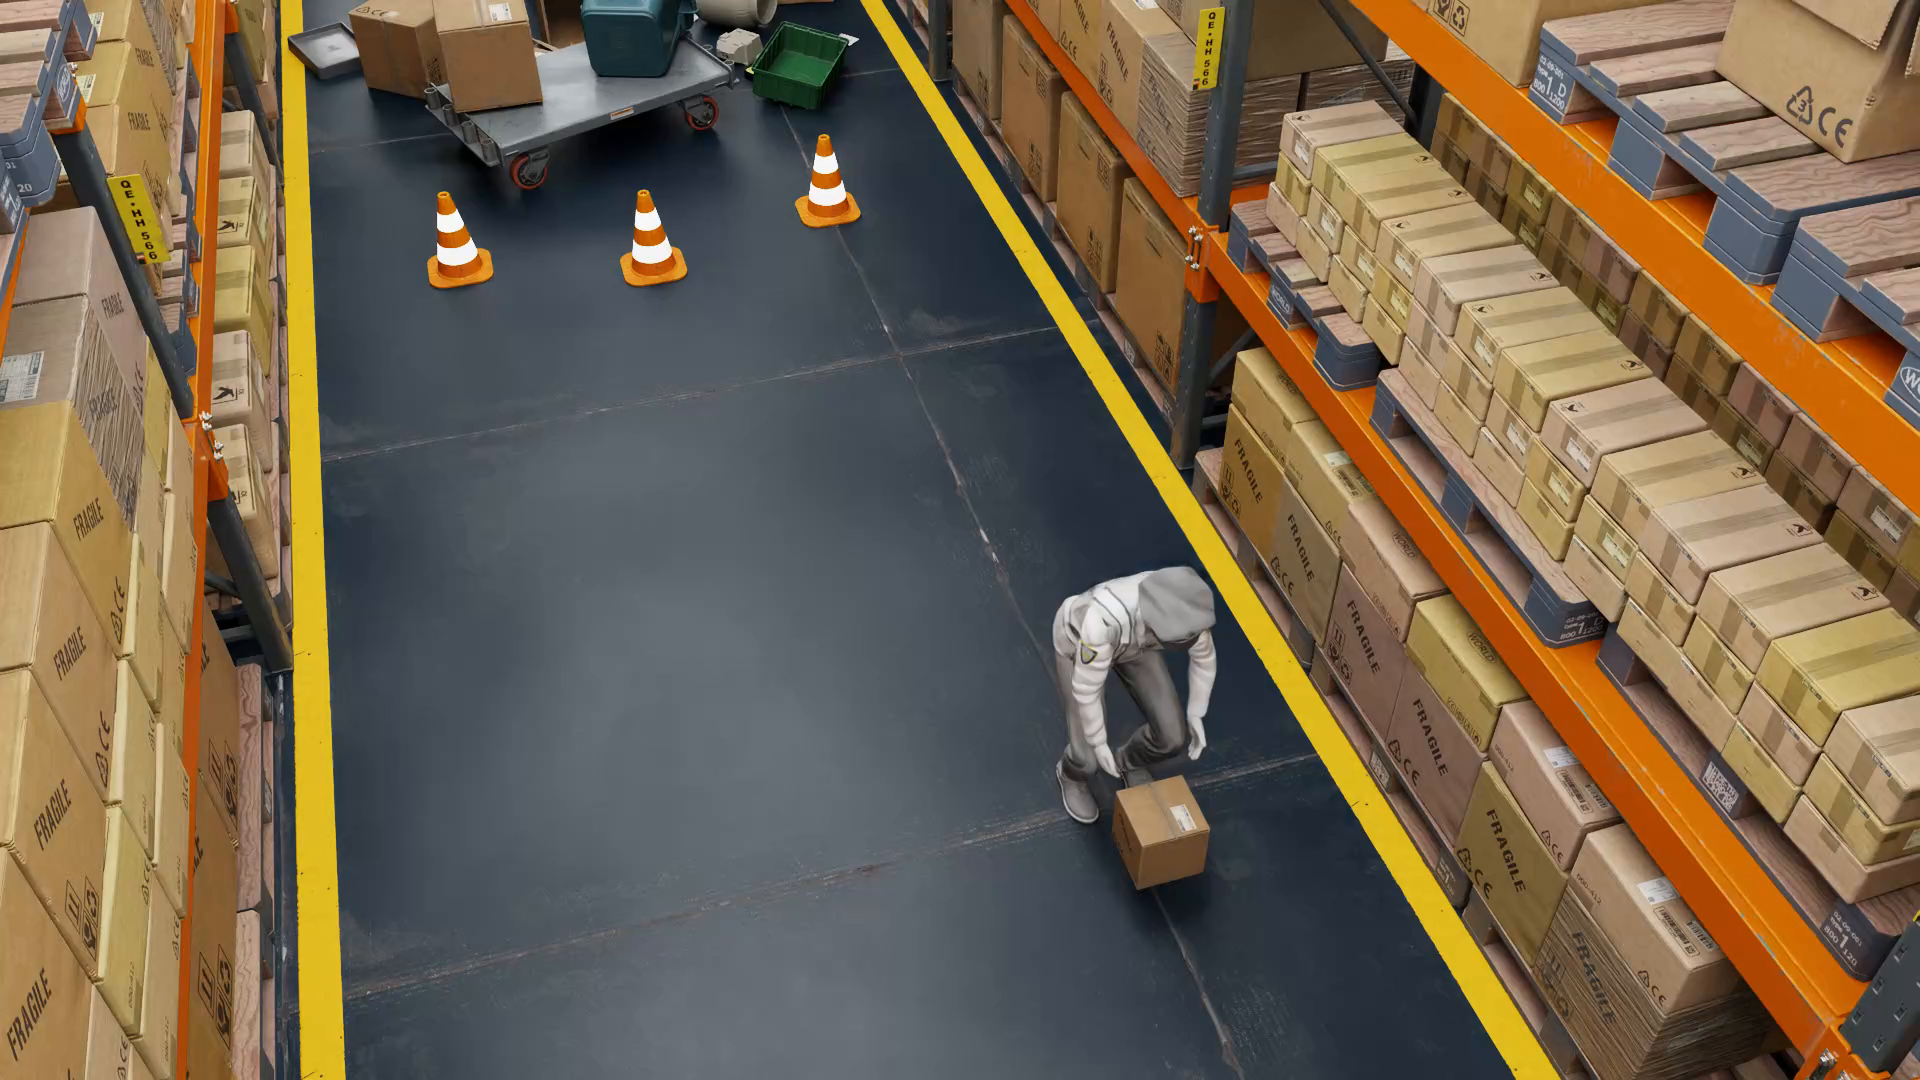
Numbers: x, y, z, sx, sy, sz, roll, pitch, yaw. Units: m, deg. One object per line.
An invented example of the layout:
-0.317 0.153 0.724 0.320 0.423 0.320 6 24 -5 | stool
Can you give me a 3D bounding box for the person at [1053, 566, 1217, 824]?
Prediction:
0.614 0.499 5.855 0.535 1.349 0.723 -12 44 -13 | person
